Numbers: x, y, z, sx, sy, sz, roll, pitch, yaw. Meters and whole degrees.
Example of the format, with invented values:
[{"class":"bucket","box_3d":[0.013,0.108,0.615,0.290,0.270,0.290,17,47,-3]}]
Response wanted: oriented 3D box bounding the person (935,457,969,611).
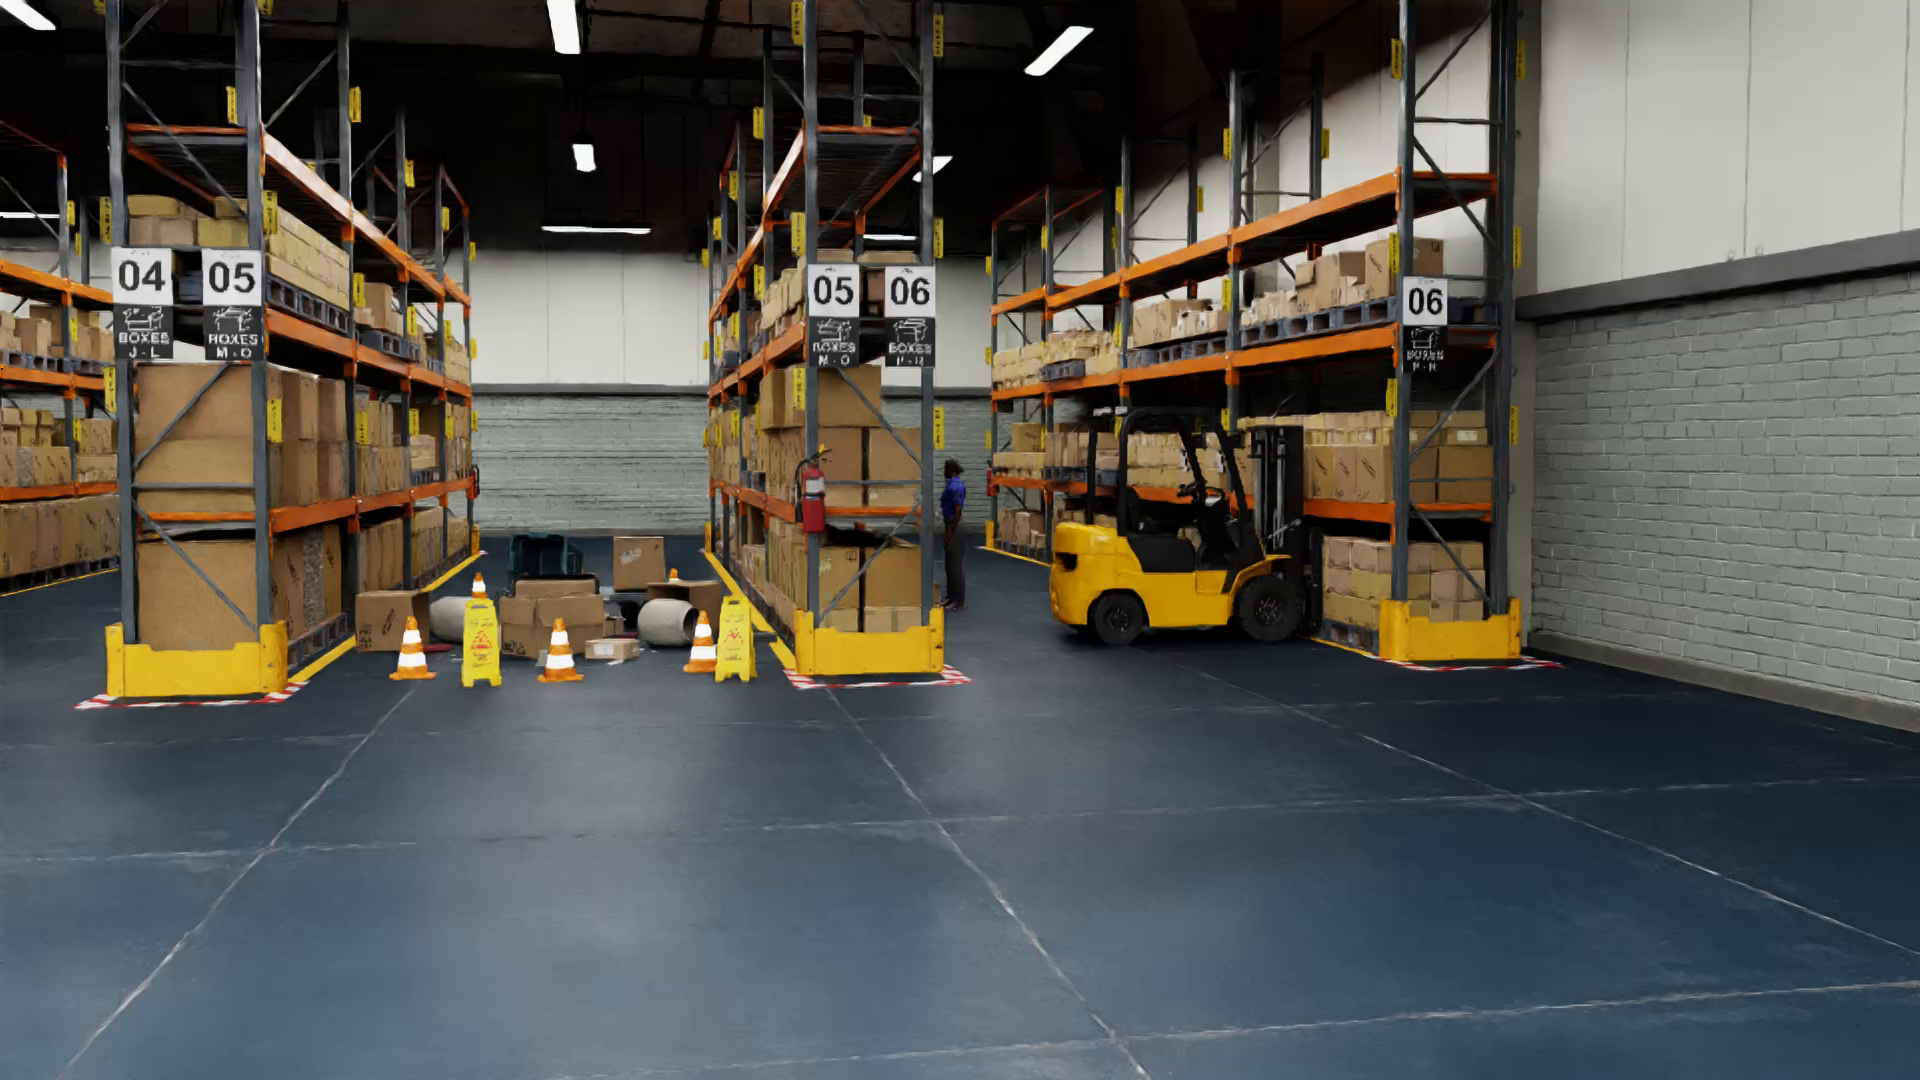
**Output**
[{"class":"person","box_3d":[-0.089,-0.065,18.292,0.375,1.700,0.500,0,3,-4]}]
